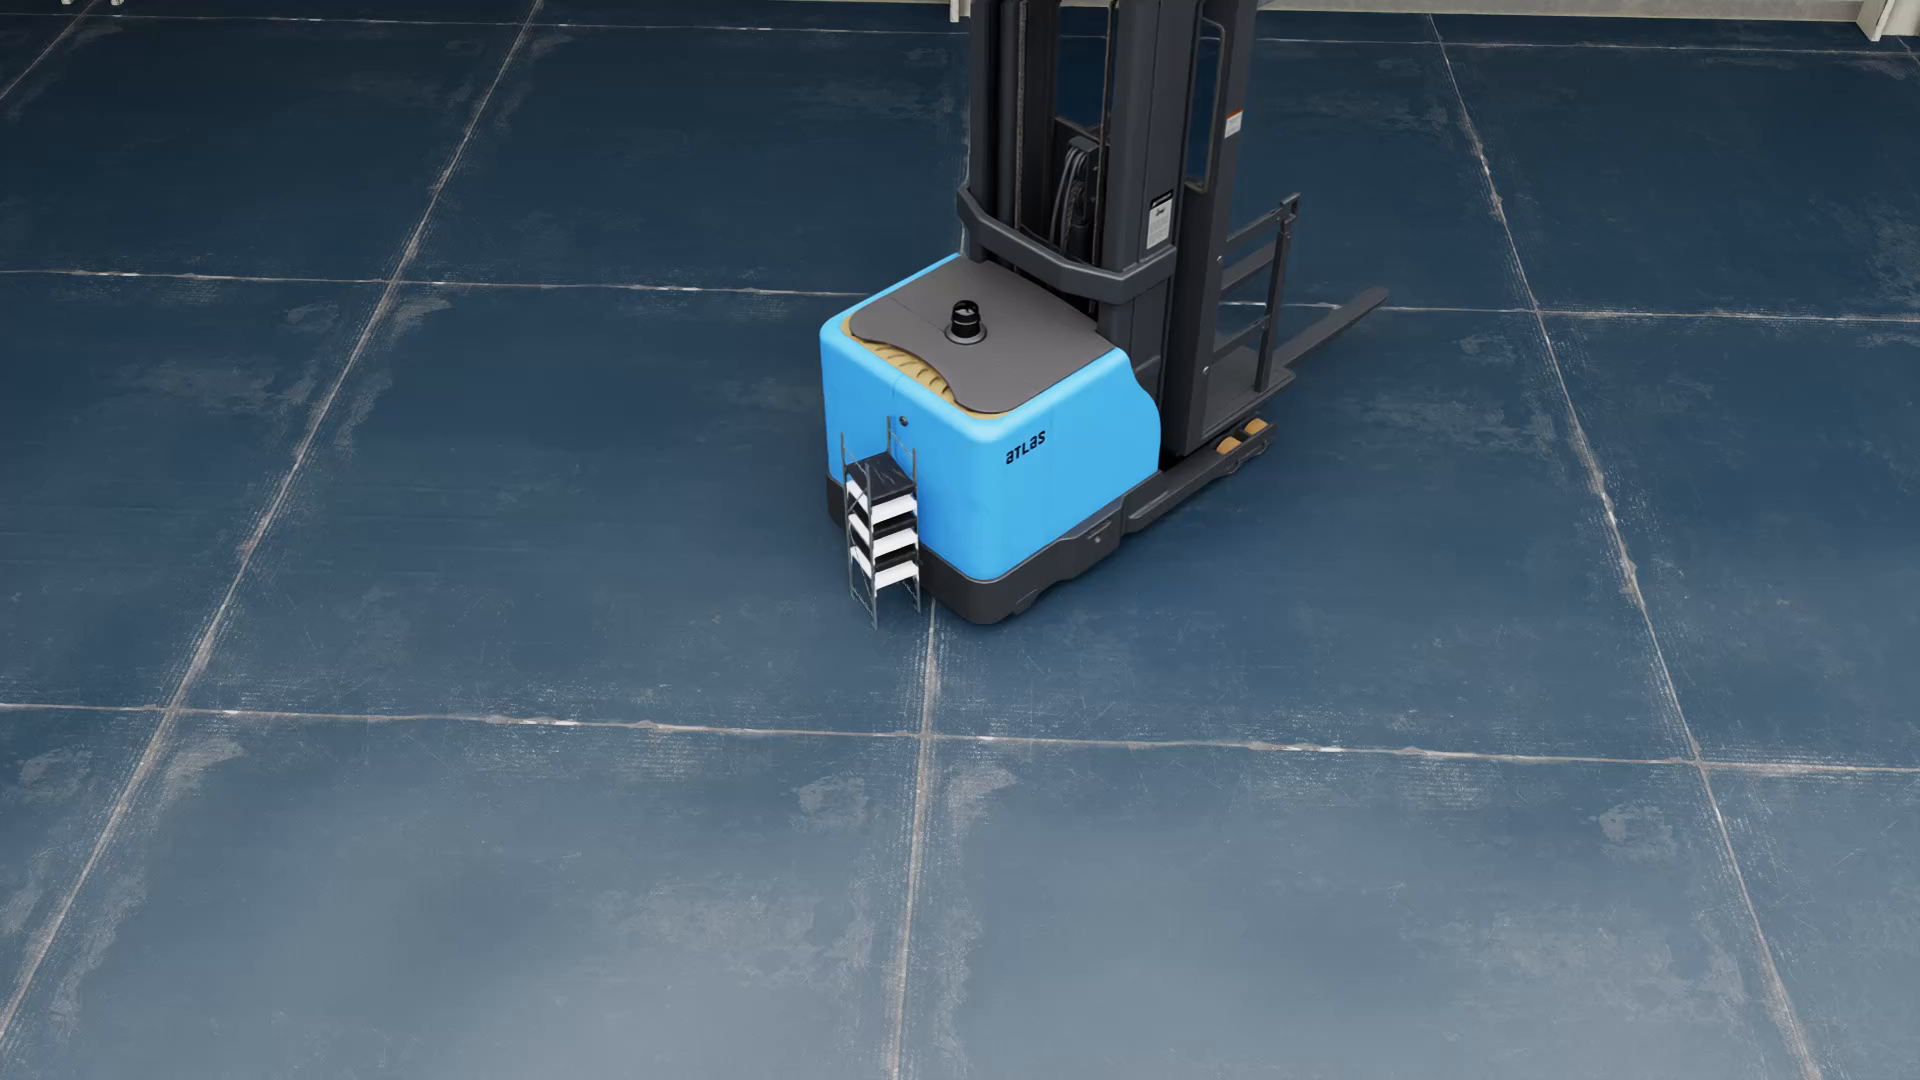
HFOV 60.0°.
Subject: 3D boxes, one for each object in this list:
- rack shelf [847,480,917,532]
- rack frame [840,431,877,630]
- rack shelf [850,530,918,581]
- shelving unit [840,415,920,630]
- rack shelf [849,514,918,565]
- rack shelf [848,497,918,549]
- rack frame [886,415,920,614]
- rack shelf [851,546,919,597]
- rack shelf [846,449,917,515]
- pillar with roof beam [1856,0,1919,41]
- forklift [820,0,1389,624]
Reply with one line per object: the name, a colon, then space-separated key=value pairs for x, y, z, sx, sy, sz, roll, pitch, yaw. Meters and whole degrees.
rack shelf: x=-0.318 y=-0.165 z=6.637 sx=0.200 sy=0.077 sz=0.258 roll=-21 pitch=47 yaw=-21
rack frame: x=-0.406 y=-0.024 z=6.700 sx=0.006 sy=0.900 sz=0.240 roll=-21 pitch=47 yaw=-21
rack shelf: x=-0.318 y=0.033 z=6.821 sx=0.200 sy=0.077 sz=0.258 roll=-21 pitch=47 yaw=-21
shelving unit: x=-0.318 y=-0.057 z=6.737 sx=0.210 sy=0.900 sz=0.258 roll=-21 pitch=47 yaw=-21
rack shelf: x=-0.318 y=-0.033 z=6.759 sx=0.200 sy=0.077 sz=0.258 roll=-21 pitch=47 yaw=-21
rack shelf: x=-0.318 y=-0.099 z=6.698 sx=0.200 sy=0.077 sz=0.258 roll=-21 pitch=47 yaw=-21
rack frame: x=-0.229 y=-0.091 z=6.773 sx=0.006 sy=0.900 sz=0.240 roll=-21 pitch=47 yaw=-21
rack shelf: x=-0.318 y=0.099 z=6.882 sx=0.200 sy=0.077 sz=0.258 roll=-21 pitch=47 yaw=-21
rack shelf: x=-0.318 y=-0.230 z=6.575 sx=0.200 sy=0.077 sz=0.258 roll=-21 pitch=47 yaw=-21
pillar with roof beam: x=5.938 y=-3.710 z=4.716 sx=0.400 sy=9.000 sz=9.100 roll=2 pitch=43 yaw=2
forklift: x=0.831 y=-1.611 z=6.915 sx=3.031 sy=2.935 sz=1.130 roll=-33 pitch=52 yaw=-30
